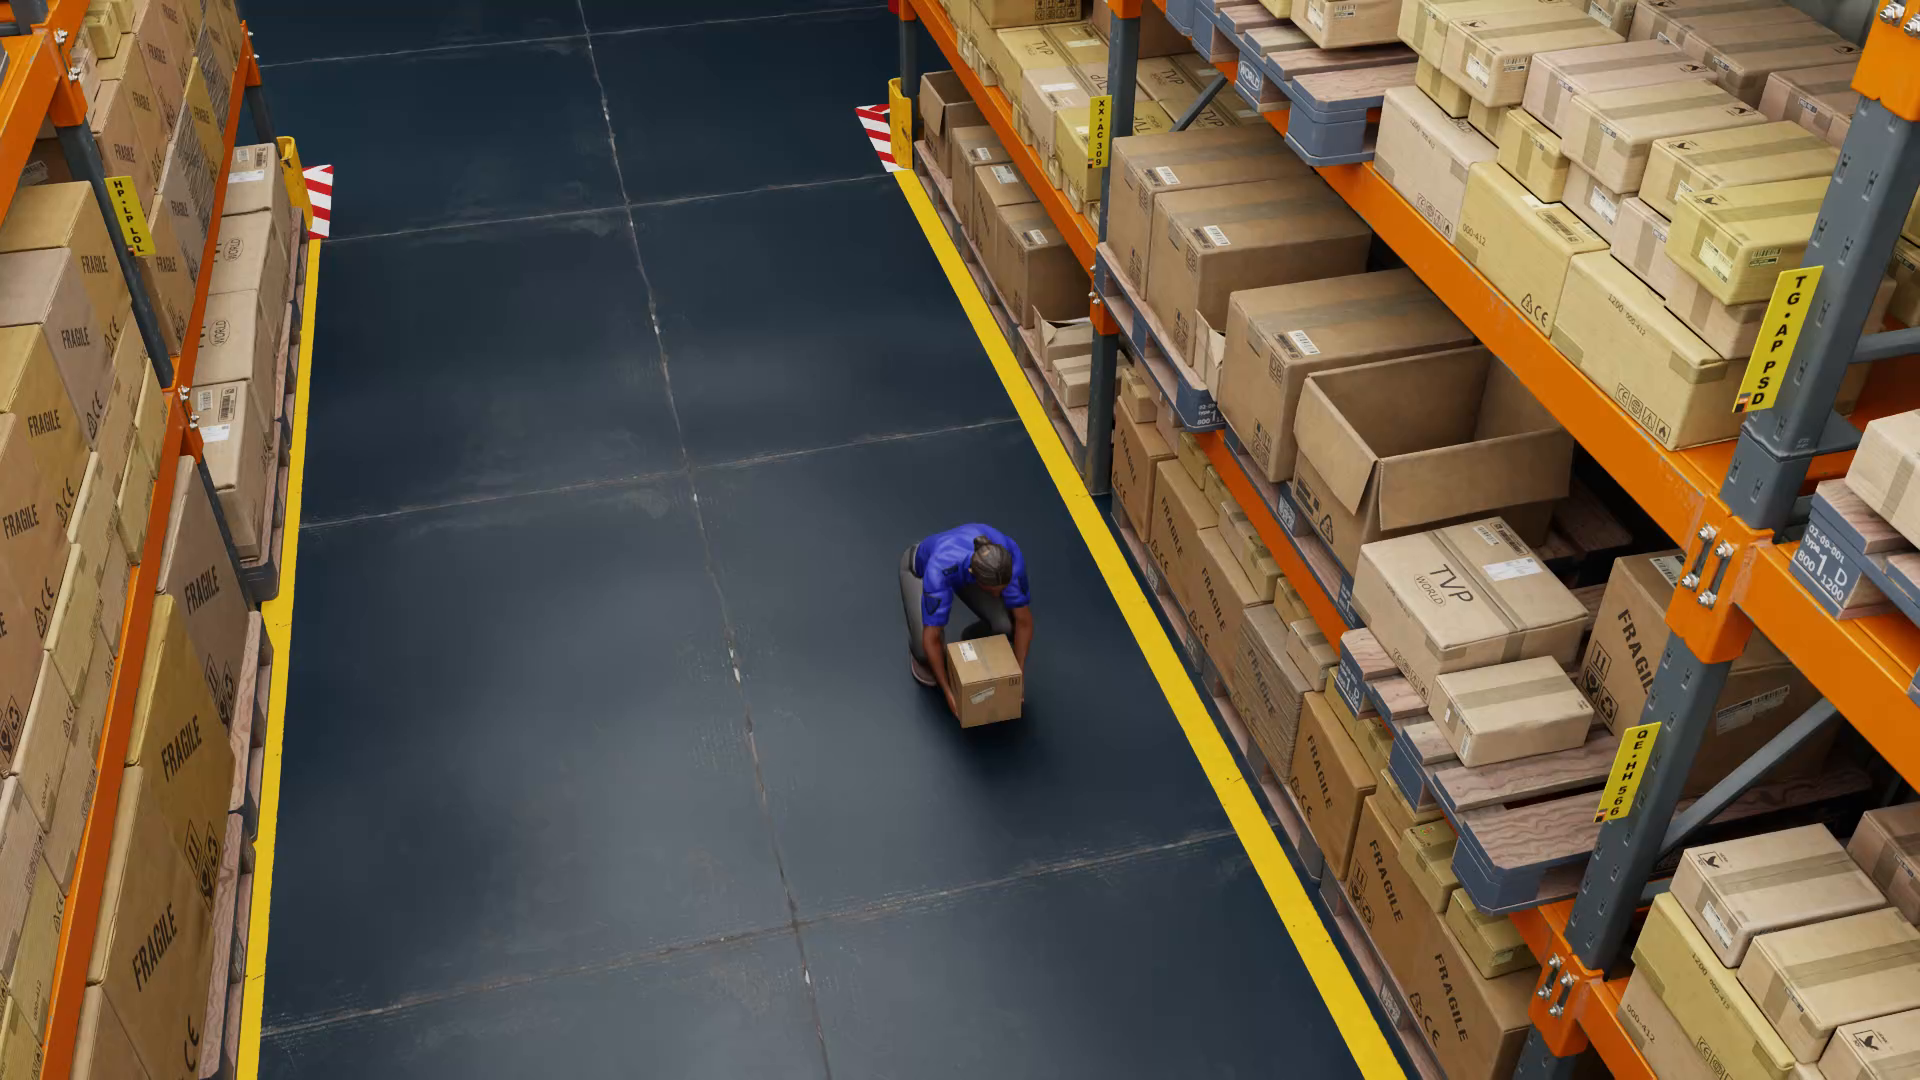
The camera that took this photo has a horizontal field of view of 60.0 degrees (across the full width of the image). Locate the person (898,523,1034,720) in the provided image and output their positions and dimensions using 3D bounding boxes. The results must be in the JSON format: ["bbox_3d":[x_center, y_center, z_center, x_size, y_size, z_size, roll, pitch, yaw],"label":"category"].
[{"bbox_3d":[0.020,0.260,6.991,0.492,0.921,0.831,-10,39,-12],"label":"person"}]
